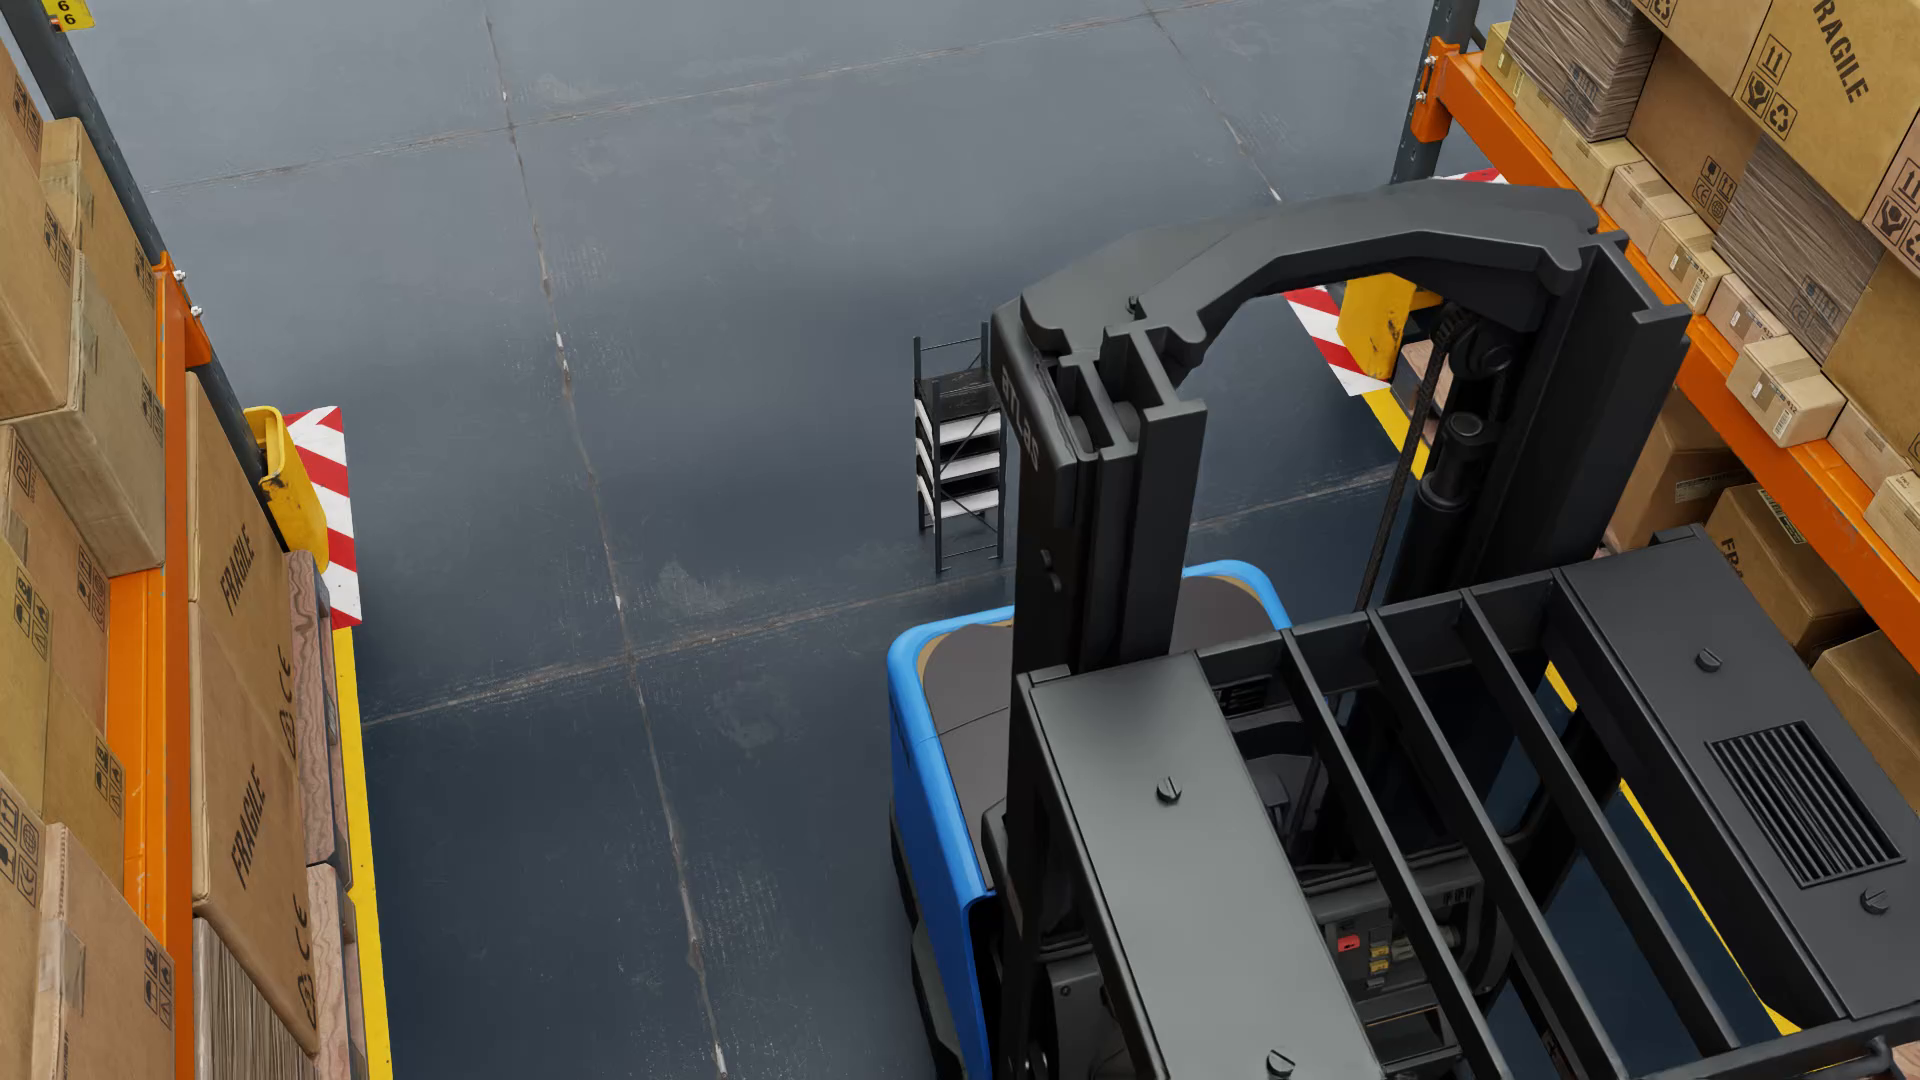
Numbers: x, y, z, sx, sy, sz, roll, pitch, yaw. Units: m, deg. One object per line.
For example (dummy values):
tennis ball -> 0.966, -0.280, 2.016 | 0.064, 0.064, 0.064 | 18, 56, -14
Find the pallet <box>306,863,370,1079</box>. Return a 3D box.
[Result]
pallet -> -2.073, 1.532, 4.321 | 1.003, 0.211, 1.213 | -13, 51, -11

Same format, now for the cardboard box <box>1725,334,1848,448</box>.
cardboard box -> 2.235, -0.410, 4.298 | 0.380, 0.149, 0.250 | -13, 51, -11

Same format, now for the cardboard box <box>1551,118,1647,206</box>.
cardboard box -> 1.999, -1.154, 4.926 | 0.380, 0.149, 0.250 | -13, 51, -11

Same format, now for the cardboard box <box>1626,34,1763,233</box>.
cardboard box -> 2.426, -1.253, 4.584 | 0.875, 0.500, 0.500 | -13, 51, -11

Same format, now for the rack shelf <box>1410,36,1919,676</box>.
rack shelf -> 2.619, -0.178, 4.409 | 1.077, 0.370, 4.000 | -13, 51, -11

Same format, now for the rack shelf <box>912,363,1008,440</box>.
rack shelf -> 0.002, -0.437, 5.220 | 0.258, 0.077, 0.200 | -13, 51, -11

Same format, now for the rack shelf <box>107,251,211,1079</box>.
rack shelf -> -2.150, 0.870, 3.525 | 1.077, 0.370, 4.000 | -13, 51, -11

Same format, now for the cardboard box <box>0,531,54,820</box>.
cardboard box -> -2.101, 0.239, 2.782 | 0.875, 0.550, 0.500 | -13, 51, -11

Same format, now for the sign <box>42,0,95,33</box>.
sign -> -2.219, -1.385, 4.043 | 0.100, 0.325, 0.005 | -13, 51, -11

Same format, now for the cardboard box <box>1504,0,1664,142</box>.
cardboard box -> 2.163, -1.591, 4.869 | 0.875, 0.500, 0.500 | -13, 51, -11

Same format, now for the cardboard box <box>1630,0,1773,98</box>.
cardboard box -> 2.071, -1.491, 4.131 | 0.500, 0.500, 0.500 | -13, 51, -11

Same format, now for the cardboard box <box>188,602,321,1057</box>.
cardboard box -> -2.215, 0.849, 4.187 | 0.875, 0.875, 0.875 | -14, 51, -12

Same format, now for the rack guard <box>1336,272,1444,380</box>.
rack guard -> 2.050, -1.009, 6.274 | 1.175, 0.500, 0.348 | -13, 51, -11

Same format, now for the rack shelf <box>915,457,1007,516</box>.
rack shelf -> 0.002, -0.205, 5.495 | 0.258, 0.077, 0.200 | -13, 51, -11

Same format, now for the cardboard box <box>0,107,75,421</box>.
cardboard box -> -2.417, -0.559, 3.455 | 0.875, 0.550, 0.550 | -13, 51, -11

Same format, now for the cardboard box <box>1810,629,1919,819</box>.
cardboard box -> 2.695, 0.568, 4.670 | 0.500, 0.500, 0.500 | -17, 52, -14

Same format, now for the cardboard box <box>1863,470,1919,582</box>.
cardboard box -> 2.436, -0.057, 4.001 | 0.380, 0.149, 0.250 | -13, 51, -11

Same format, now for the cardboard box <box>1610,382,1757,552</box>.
cardboard box -> 2.405, -0.311, 5.411 | 0.500, 0.500, 0.500 | -2, 50, -1

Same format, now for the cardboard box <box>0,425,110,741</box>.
cardboard box -> -2.359, 0.224, 3.501 | 0.875, 0.550, 0.550 | -13, 51, -11

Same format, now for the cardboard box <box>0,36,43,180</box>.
cardboard box -> -2.668, -0.939, 3.776 | 0.875, 0.550, 0.550 | -13, 51, -11

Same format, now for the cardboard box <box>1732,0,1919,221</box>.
cardboard box -> 2.220, -1.126, 3.823 | 0.500, 0.500, 0.500 | -13, 51, -11

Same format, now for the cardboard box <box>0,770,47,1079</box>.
cardboard box -> -1.936, 0.624, 2.458 | 0.875, 0.550, 0.550 | -13, 51, -11

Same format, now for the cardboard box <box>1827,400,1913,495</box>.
cardboard box -> 2.435, -0.257, 4.169 | 0.380, 0.149, 0.250 | -13, 51, -11

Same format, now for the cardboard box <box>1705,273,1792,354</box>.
cardboard box -> 2.260, -0.616, 4.472 | 0.380, 0.149, 0.250 | -13, 51, -11

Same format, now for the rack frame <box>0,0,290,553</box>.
rack frame -> -2.741, -0.823, 4.482 | 1.000, 3.000, 0.127 | -13, 51, -11

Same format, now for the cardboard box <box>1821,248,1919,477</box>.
cardboard box -> 2.669, -0.510, 3.958 | 0.875, 0.500, 0.500 | -13, 51, -11

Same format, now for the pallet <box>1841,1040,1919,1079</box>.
pallet -> 2.978, 1.467, 4.375 | 1.003, 0.211, 1.213 | -13, 51, -11

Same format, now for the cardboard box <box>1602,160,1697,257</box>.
cardboard box -> 2.093, -0.977, 4.776 | 0.380, 0.149, 0.250 | -13, 51, -11

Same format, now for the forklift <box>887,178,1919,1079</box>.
forklift -> 0.680, 0.969, 3.016 | 1.130, 2.935, 3.031 | -12, 51, -10

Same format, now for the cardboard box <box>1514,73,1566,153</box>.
cardboard box -> 1.939, -1.340, 5.082 | 0.380, 0.149, 0.250 | -13, 51, -11

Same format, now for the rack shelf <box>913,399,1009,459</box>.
rack shelf -> 0.002, -0.379, 5.289 | 0.258, 0.077, 0.200 | -13, 51, -11

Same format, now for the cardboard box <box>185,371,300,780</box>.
cardboard box -> -2.477, 0.207, 4.729 | 0.875, 0.875, 0.875 | -13, 51, -11

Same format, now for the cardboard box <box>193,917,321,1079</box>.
cardboard box -> -1.947, 1.515, 3.626 | 0.875, 0.875, 0.875 | -13, 51, -11

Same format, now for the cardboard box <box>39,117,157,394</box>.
cardboard box -> -2.588, -0.610, 4.205 | 0.875, 0.550, 0.550 | -13, 51, -11

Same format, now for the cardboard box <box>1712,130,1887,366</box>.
cardboard box -> 2.533, -0.878, 4.268 | 0.875, 0.500, 0.500 | -13, 51, -11

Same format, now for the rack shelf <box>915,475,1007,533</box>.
rack shelf -> 0.002, -0.147, 5.564 | 0.258, 0.077, 0.200 | -13, 51, -11

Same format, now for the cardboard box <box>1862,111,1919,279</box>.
cardboard box -> 2.373, -0.762, 3.517 | 0.500, 0.500, 0.500 | -13, 51, -11

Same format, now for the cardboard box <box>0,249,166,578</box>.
cardboard box -> -2.404, -0.214, 3.870 | 0.875, 0.550, 0.550 | -13, 51, -11

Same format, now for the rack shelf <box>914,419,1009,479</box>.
rack shelf -> 0.002, -0.321, 5.358 | 0.258, 0.077, 0.200 | -13, 51, -11

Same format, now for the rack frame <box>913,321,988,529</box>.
rack frame -> -0.028, -0.358, 5.464 | 0.240, 0.900, 0.006 | -13, 51, -11

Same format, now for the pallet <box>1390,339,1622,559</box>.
pallet -> 2.256, -0.315, 5.877 | 1.003, 0.211, 1.213 | -13, 51, -11

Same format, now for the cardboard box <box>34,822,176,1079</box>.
cardboard box -> -1.910, 0.966, 2.876 | 0.875, 0.550, 0.550 | -13, 51, -11

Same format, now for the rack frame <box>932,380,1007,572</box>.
rack frame -> 0.032, -0.210, 5.338 | 0.240, 0.900, 0.006 | -13, 51, -11

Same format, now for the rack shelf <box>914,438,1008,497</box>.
rack shelf -> 0.002, -0.263, 5.426 | 0.258, 0.077, 0.200 | -13, 51, -11

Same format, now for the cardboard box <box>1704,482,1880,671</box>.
cardboard box -> 2.572, 0.150, 5.022 | 0.500, 0.500, 0.500 | -9, 50, -8

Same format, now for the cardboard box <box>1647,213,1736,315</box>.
cardboard box -> 2.160, -0.792, 4.620 | 0.380, 0.149, 0.250 | -13, 51, -11

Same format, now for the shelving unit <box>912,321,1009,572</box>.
shelving unit -> 0.002, -0.284, 5.401 | 0.258, 0.900, 0.210 | -13, 51, -11

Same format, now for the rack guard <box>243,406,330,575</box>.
rack guard -> -2.748, -0.035, 5.452 | 1.175, 0.500, 0.348 | -13, 51, -11

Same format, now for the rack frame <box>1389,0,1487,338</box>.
rack frame -> 2.027, -1.870, 5.365 | 1.000, 3.000, 0.127 | -13, 51, -11

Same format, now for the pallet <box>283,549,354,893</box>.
pallet -> -2.430, 0.642, 5.071 | 1.003, 0.211, 1.213 | -13, 51, -11

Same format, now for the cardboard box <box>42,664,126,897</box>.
cardboard box -> -2.163, 0.602, 3.183 | 0.875, 0.550, 0.500 | -13, 51, -11

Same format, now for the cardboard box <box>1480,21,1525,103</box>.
cardboard box -> 1.884, -1.527, 5.240 | 0.380, 0.149, 0.250 | -13, 51, -11
